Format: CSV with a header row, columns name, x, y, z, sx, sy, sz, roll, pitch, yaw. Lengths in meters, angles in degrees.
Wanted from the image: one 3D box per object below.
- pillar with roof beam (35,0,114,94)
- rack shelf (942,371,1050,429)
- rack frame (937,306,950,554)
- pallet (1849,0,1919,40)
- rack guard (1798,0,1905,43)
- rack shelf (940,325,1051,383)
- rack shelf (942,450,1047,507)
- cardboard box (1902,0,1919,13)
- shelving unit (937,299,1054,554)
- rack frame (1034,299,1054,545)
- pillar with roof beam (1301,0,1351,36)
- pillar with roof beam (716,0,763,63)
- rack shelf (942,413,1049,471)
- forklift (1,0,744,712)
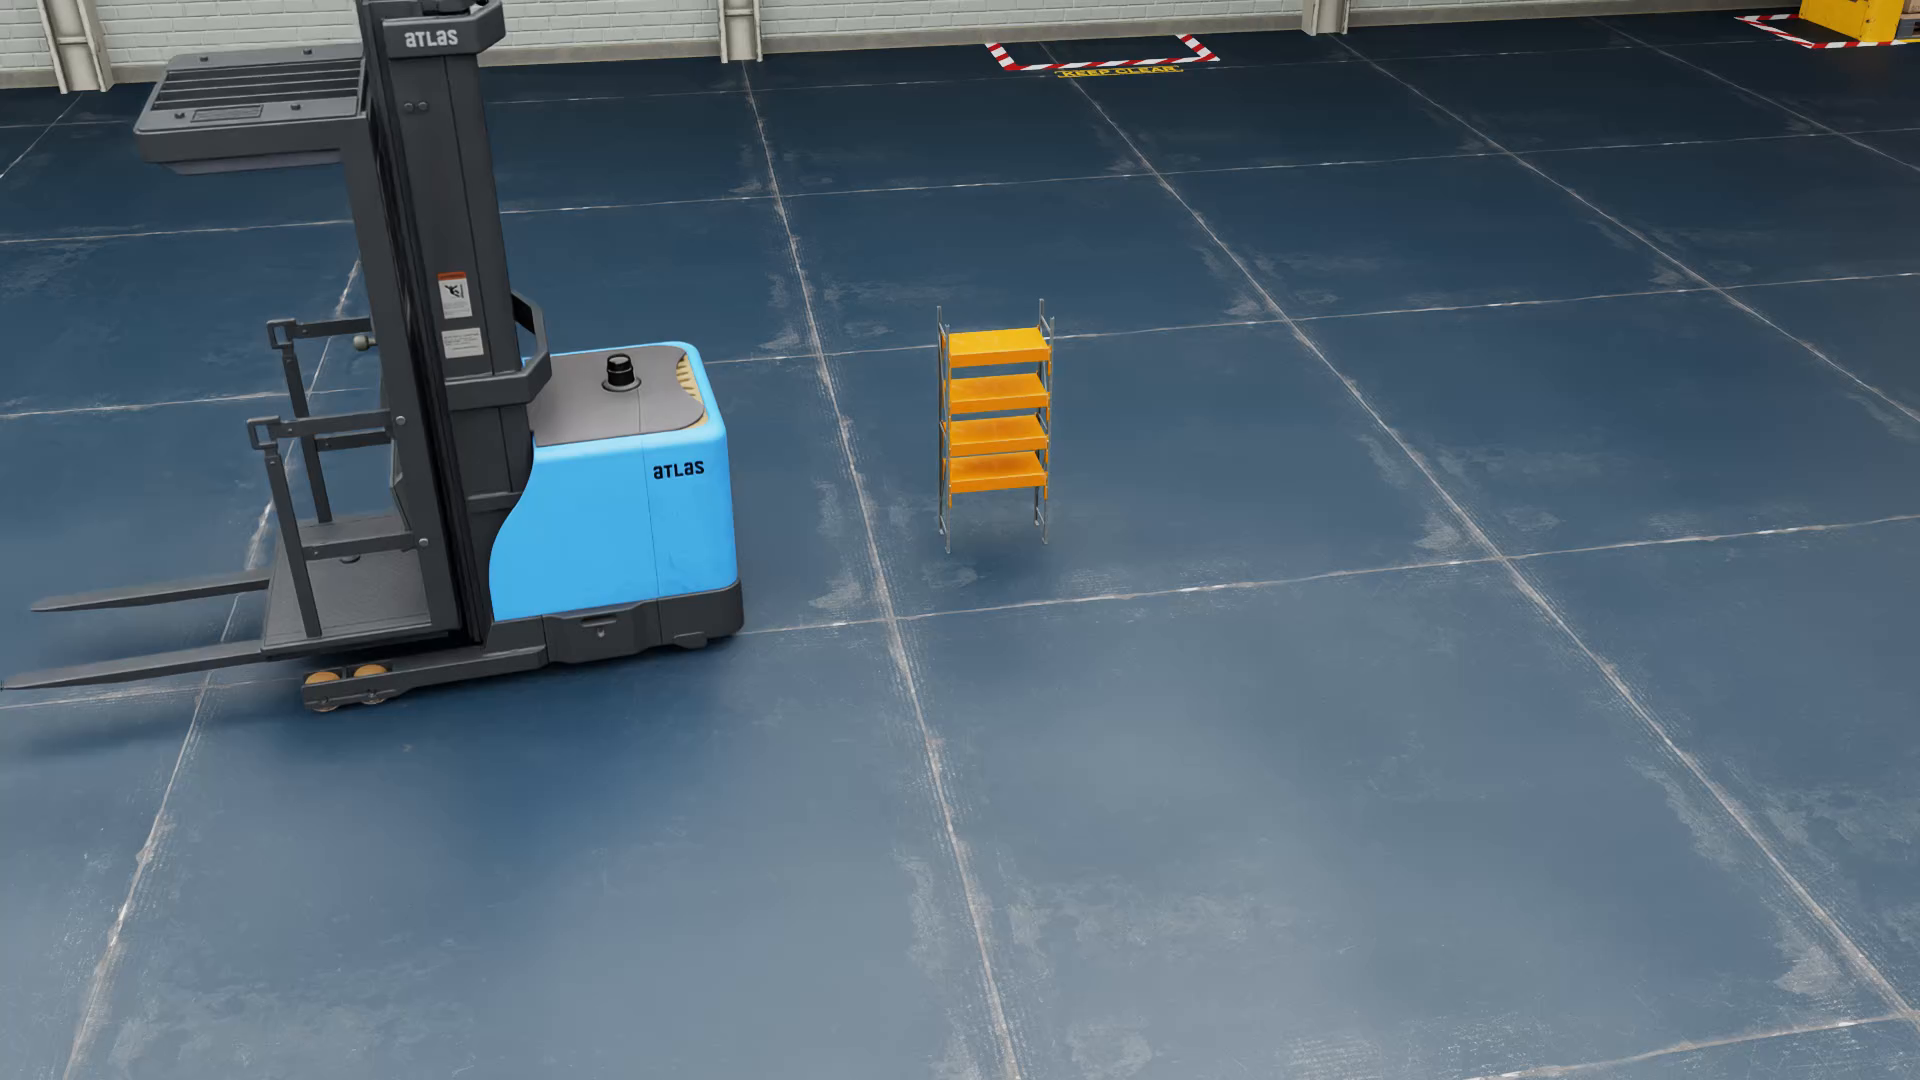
name,x,y,z,sx,sy,sz,roll,pitch,yaw
pillar with roof beam,-7.266,-5.902,9.409,0.400,9.000,9.100,-5,31,-9
rack shelf,0.163,-0.667,7.892,0.480,0.148,0.258,-5,31,-9
rack frame,-0.077,-0.510,7.934,0.015,1.200,0.240,-5,31,-9
pallet,10.011,-5.471,17.347,1.213,0.211,1.003,-5,31,-9
rack guard,9.206,-5.539,17.178,0.348,0.500,1.175,-5,31,-9
rack shelf,0.163,-0.871,7.772,0.480,0.148,0.258,-5,31,-9
rack shelf,0.163,-0.303,8.106,0.480,0.148,0.258,-5,31,-9
cardboard box,9.828,-5.659,17.133,0.500,0.311,0.500,-9,32,-15
shelving unit,0.163,-0.532,7.972,0.503,1.200,0.258,-5,31,-9
rack frame,0.403,-0.555,8.009,0.015,1.200,0.240,-5,31,-9
pillar with roof beam,4.537,-6.997,11.272,0.400,9.000,9.100,-5,31,-9
pillar with roof beam,-1.364,-6.449,10.340,0.400,9.000,9.100,-5,31,-9
rack shelf,0.163,-0.474,8.006,0.480,0.148,0.258,-5,31,-9
forklift,-2.546,-0.838,6.783,3.031,2.935,1.130,-8,31,-13
